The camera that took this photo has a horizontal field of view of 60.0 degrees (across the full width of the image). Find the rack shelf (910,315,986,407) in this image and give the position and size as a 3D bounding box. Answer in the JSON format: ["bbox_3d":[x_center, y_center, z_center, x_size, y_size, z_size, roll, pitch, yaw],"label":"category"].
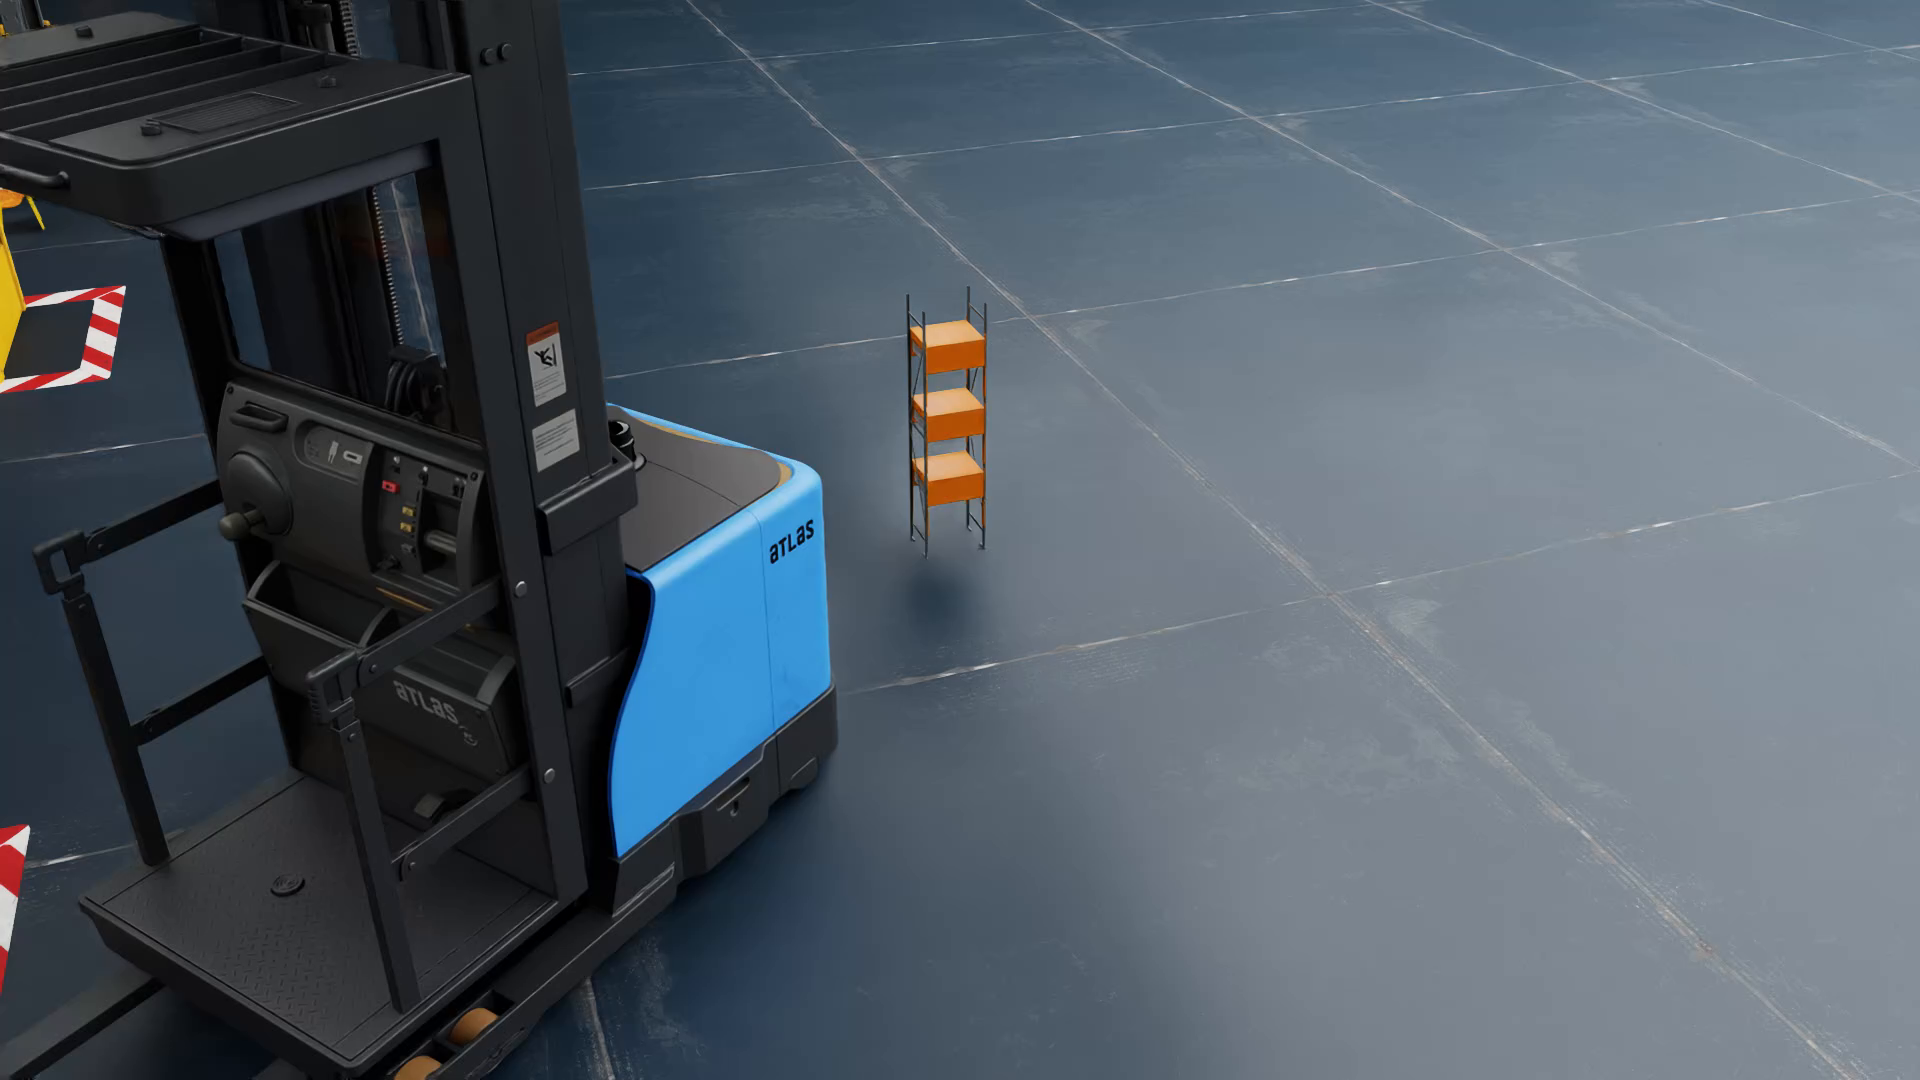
[{"bbox_3d":[-0.050,-0.684,6.339,0.240,0.259,0.215,-10,31,-18],"label":"rack shelf"}]

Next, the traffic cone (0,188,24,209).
[{"bbox_3d":[-6.099,-2.331,10.374,0.334,0.463,0.336,-10,31,-18],"label":"traffic cone"}]

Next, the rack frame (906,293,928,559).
[{"bbox_3d":[-0.165,-0.426,6.437,0.008,1.050,0.200,-10,31,-18],"label":"rack frame"}]

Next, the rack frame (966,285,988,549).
[{"bbox_3d":[0.064,-0.468,6.511,0.008,1.050,0.200,-10,31,-18],"label":"rack frame"}]

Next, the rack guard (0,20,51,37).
[{"bbox_3d":[-6.923,-3.463,12.324,0.348,0.500,1.175,-10,31,-18],"label":"rack guard"}]

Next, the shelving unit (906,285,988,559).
[{"bbox_3d":[-0.050,-0.447,6.474,0.252,1.050,0.215,-10,31,-18],"label":"shelving unit"}]

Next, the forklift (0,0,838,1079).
[{"bbox_3d":[-1.616,-0.073,3.918,1.130,2.935,3.031,18,34,28],"label":"forklift"}]

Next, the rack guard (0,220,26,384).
[{"bbox_3d":[-5.008,-1.201,8.353,0.348,0.500,1.175,-10,31,-18],"label":"rack guard"}]

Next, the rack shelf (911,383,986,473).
[{"bbox_3d":[-0.050,-0.438,6.479,0.240,0.259,0.215,-10,31,-18],"label":"rack shelf"}]

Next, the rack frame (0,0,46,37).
[{"bbox_3d":[-6.852,-4.562,11.728,0.127,3.000,1.000,-10,31,-18],"label":"rack frame"}]

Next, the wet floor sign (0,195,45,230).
[{"bbox_3d":[-5.694,-2.184,9.931,0.232,0.644,0.267,-16,33,-26],"label":"wet floor sign"}]

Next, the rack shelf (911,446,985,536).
[{"bbox_3d":[-0.050,-0.196,6.617,0.240,0.259,0.215,-10,31,-18],"label":"rack shelf"}]
